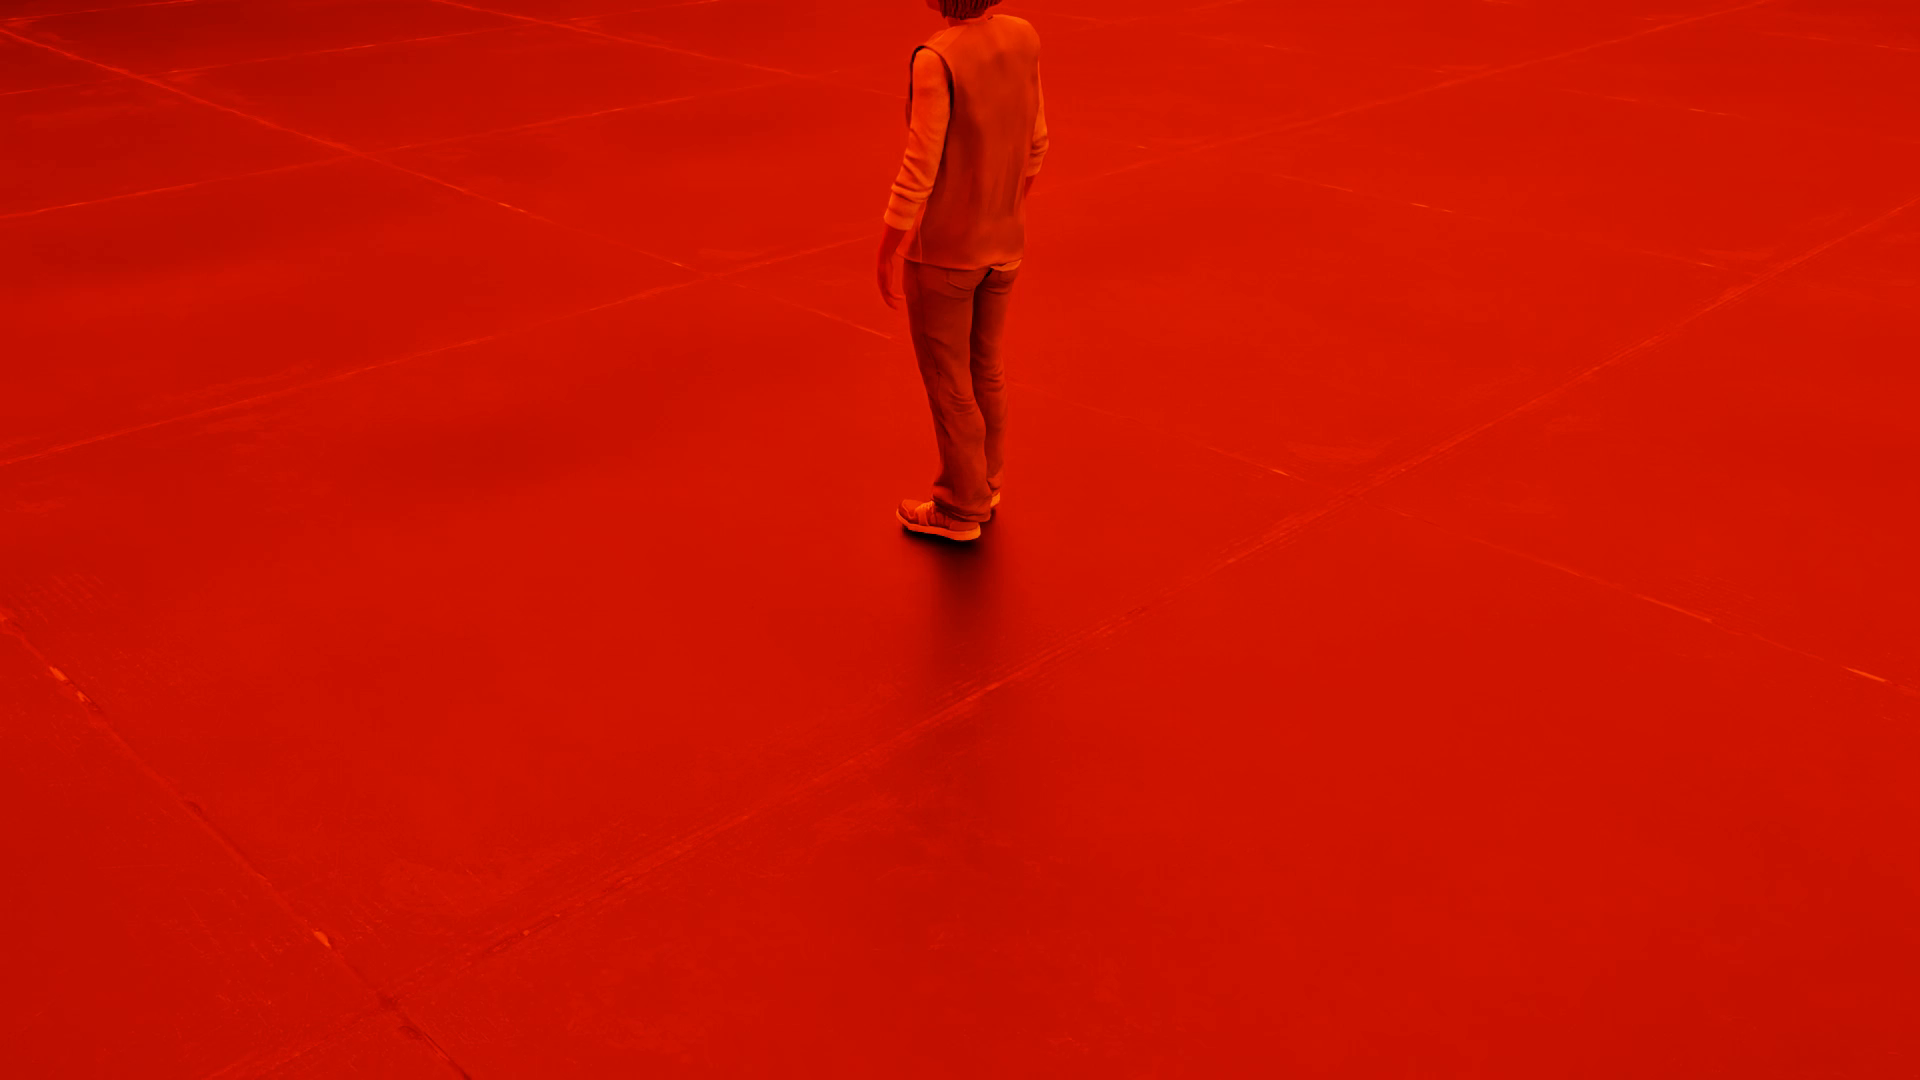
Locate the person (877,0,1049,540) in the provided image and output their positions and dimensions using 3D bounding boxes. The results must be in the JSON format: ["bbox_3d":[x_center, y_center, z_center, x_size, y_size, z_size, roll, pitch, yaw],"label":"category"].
[{"bbox_3d":[-0.043,-0.752,4.244,0.520,1.599,0.473,-24,35,-39],"label":"person"}]
